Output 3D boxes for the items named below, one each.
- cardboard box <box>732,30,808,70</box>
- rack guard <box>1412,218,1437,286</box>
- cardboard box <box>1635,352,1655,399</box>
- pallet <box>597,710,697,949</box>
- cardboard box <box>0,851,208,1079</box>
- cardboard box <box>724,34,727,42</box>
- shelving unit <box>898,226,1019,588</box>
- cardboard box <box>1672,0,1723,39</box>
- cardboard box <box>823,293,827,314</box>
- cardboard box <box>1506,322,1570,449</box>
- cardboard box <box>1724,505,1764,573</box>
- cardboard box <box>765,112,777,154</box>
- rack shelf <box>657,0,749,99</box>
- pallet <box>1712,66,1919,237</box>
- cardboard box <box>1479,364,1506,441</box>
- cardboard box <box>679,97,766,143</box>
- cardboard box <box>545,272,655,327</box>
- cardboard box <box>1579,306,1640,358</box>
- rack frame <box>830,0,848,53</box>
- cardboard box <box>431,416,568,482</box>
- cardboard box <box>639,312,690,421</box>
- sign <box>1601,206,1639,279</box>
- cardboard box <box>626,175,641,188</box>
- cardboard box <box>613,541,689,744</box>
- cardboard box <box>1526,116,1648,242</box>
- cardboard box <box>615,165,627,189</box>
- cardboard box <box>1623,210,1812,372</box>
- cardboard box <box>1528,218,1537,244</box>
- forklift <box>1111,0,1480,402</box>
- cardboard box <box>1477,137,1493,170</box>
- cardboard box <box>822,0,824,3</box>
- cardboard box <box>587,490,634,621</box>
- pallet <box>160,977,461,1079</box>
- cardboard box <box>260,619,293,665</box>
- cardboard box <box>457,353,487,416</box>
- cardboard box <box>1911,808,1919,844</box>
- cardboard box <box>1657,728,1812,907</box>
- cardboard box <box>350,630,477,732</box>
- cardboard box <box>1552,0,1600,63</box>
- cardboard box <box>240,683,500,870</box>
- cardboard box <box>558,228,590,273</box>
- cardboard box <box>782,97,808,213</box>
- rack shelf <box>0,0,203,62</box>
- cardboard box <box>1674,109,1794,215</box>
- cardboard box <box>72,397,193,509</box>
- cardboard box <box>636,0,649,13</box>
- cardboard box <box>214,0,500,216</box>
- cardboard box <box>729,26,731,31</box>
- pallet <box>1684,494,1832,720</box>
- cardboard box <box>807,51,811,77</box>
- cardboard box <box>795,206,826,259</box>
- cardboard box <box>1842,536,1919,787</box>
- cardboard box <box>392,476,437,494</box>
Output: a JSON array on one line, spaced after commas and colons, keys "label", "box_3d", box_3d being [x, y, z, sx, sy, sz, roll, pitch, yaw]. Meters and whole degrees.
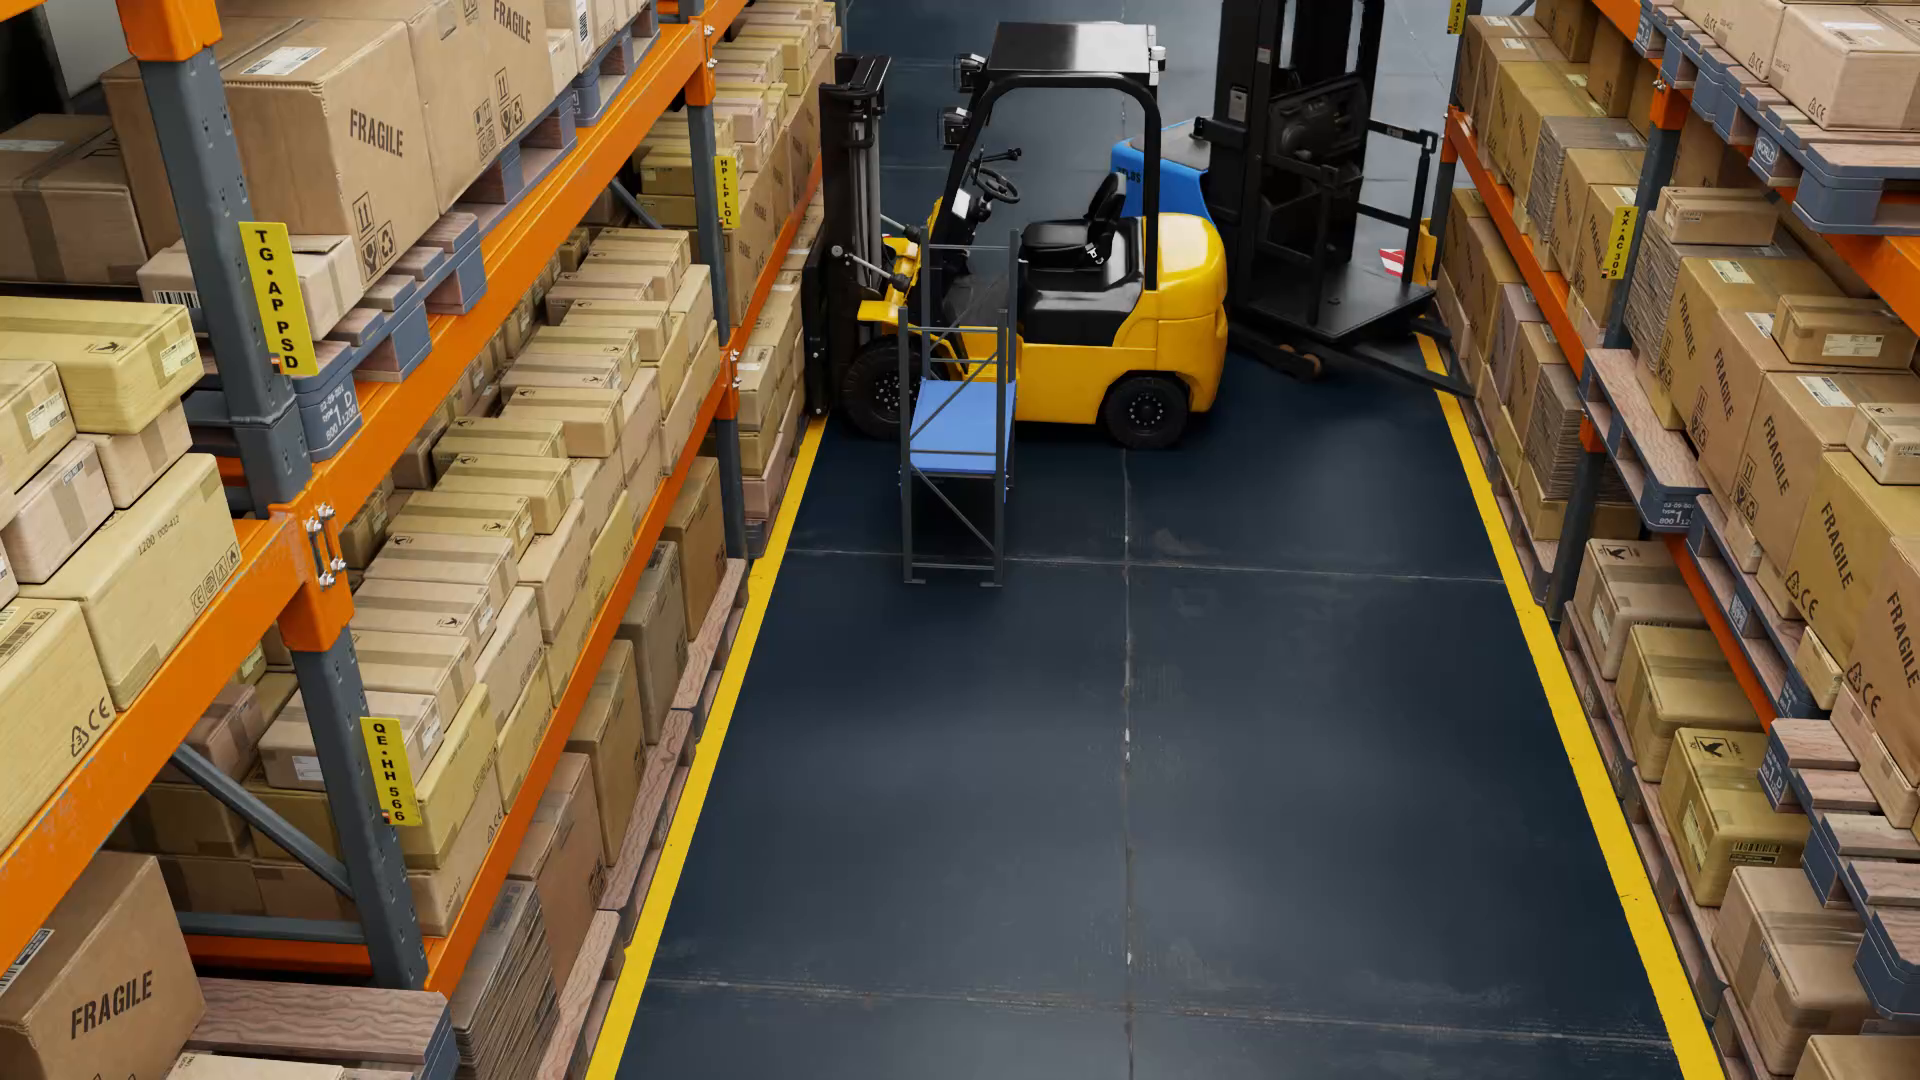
[{"label": "cardboard box", "box_3d": [-1.071, -2.765, 9.380, 0.380, 0.149, 0.250, 3, 32, 5]}, {"label": "rack guard", "box_3d": [3.693, -1.874, 11.314, 1.175, 0.500, 0.348, 2, 32, 4]}, {"label": "cardboard box", "box_3d": [3.014, -0.682, 6.837, 0.380, 0.149, 0.250, 3, 32, 5]}, {"label": "pallet", "box_3d": [-1.692, 1.118, 6.735, 1.003, 0.211, 1.213, 2, 32, 4]}, {"label": "cardboard box", "box_3d": [-2.097, 1.037, 3.713, 0.500, 0.500, 0.500, 4, 32, 6]}, {"label": "cardboard box", "box_3d": [-1.600, -2.938, 9.945, 0.380, 0.149, 0.250, 1, 32, 2]}, {"label": "shelving unit", "box_3d": [0.007, -0.683, 8.429, 0.538, 1.500, 1.048, 2, 32, 4]}, {"label": "cardboard box", "box_3d": [2.927, -1.989, 6.003, 0.500, 0.250, 0.500, 2, 32, 3]}, {"label": "cardboard box", "box_3d": [-1.049, -1.608, 10.244, 0.500, 0.250, 0.500, 2, 32, 3]}, {"label": "cardboard box", "box_3d": [3.194, -0.800, 8.695, 0.500, 0.500, 0.500, 3, 32, 5]}, {"label": "cardboard box", "box_3d": [2.880, -0.002, 5.733, 0.380, 0.149, 0.250, 4, 32, 6]}, {"label": "cardboard box", "box_3d": [-1.156, -2.106, 8.595, 0.380, 0.149, 0.250, 2, 32, 3]}, {"label": "rack shelf", "box_3d": [-1.411, -3.112, 8.768, 1.077, 0.370, 4.000, 2, 32, 4]}, {"label": "pallet", "box_3d": [3.136, -1.222, 5.194, 1.213, 0.211, 1.003, 2, 32, 4]}, {"label": "cardboard box", "box_3d": [3.233, -0.759, 9.344, 0.500, 0.250, 0.500, 3, 32, 5]}, {"label": "cardboard box", "box_3d": [-1.186, -2.100, 8.301, 0.380, 0.149, 0.250, 3, 32, 5]}, {"label": "cardboard box", "box_3d": [-1.456, -0.965, 6.743, 0.380, 0.149, 0.250, 2, 32, 4]}, {"label": "cardboard box", "box_3d": [3.096, -0.960, 7.688, 0.380, 0.149, 0.250, 2, 32, 3]}, {"label": "rack frame", "box_3d": [-1.248, -3.188, 11.063, 1.000, 3.000, 0.127, 2, 32, 4]}, {"label": "cardboard box", "box_3d": [-1.560, -0.293, 5.652, 0.380, 0.149, 0.250, 2, 32, 4]}, {"label": "cardboard box", "box_3d": [-1.394, -0.708, 6.706, 0.500, 0.250, 0.500, 2, 32, 3]}, {"label": "sign", "box_3d": [2.832, -1.274, 7.132, 0.100, 0.325, 0.005, 2, 32, 4]}, {"label": "cardboard box", "box_3d": [-1.762, -1.645, 8.466, 0.500, 0.500, 0.500, 3, 32, 5]}, {"label": "cardboard box", "box_3d": [-1.676, 0.415, 7.081, 0.875, 0.625, 0.625, 2, 32, 3]}, {"label": "cardboard box", "box_3d": [3.235, -1.839, 8.496, 0.500, 0.500, 0.500, 3, 32, 5]}, {"label": "cardboard box", "box_3d": [-1.818, -1.726, 7.978, 0.380, 0.149, 0.250, 2, 32, 3]}, {"label": "cardboard box", "box_3d": [3.050, -1.001, 6.736, 0.500, 0.500, 0.500, 3, 32, 5]}, {"label": "cardboard box", "box_3d": [3.226, -1.624, 8.765, 0.380, 0.149, 0.250, 2, 32, 3]}, {"label": "forklift", "box_3d": [2.345, -2.537, 10.073, 1.130, 2.935, 3.031, -25, 40, -35]}, {"label": "cardboard box", "box_3d": [3.290, -2.303, 9.868, 0.380, 0.149, 0.250, 3, 32, 5]}, {"label": "cardboard box", "box_3d": [-1.067, -3.437, 10.470, 0.380, 0.149, 0.250, 3, 32, 4]}, {"label": "cardboard box", "box_3d": [-1.495, 0.034, 5.978, 0.500, 0.250, 0.500, 3, 32, 6]}, {"label": "pallet", "box_3d": [-1.885, 1.435, 3.746, 1.213, 0.211, 1.003, 2, 32, 4]}, {"label": "cardboard box", "box_3d": [-2.083, 0.224, 4.814, 0.380, 0.149, 0.250, 2, 32, 4]}, {"label": "cardboard box", "box_3d": [-1.973, -0.576, 6.111, 0.380, 0.149, 0.250, 2, 32, 4]}, {"label": "cardboard box", "box_3d": [2.790, 0.809, 4.417, 0.380, 0.149, 0.250, 3, 32, 5]}, {"label": "cardboard box", "box_3d": [3.223, 1.068, 6.262, 0.950, 0.372, 0.625, 3, 32, 6]}, {"label": "cardboard box", "box_3d": [-1.559, 0.383, 4.555, 0.380, 0.149, 0.250, 3, 32, 5]}, {"label": "cardboard box", "box_3d": [3.827, -3.032, 9.478, 0.700, 0.500, 0.500, 3, 32, 4]}, {"label": "cardboard box", "box_3d": [-1.595, 0.626, 4.541, 0.500, 0.250, 0.500, 2, 32, 4]}, {"label": "cardboard box", "box_3d": [-1.816, -1.240, 7.190, 0.380, 0.149, 0.250, 2, 32, 3]}, {"label": "cardboard box", "box_3d": [-1.149, -2.159, 9.300, 0.500, 0.500, 0.500, 3, 32, 4]}, {"label": "rack shelf", "box_3d": [-2.062, -0.036, 1.298, 1.077, 0.370, 4.000, 2, 32, 4]}, {"label": "cardboard box", "box_3d": [3.626, -1.702, 7.320, 0.700, 0.500, 0.500, 2, 32, 3]}, {"label": "cardboard box", "box_3d": [-1.688, -0.192, 3.106, 0.380, 0.149, 0.250, 3, 32, 5]}, {"label": "cardboard box", "box_3d": [-1.390, -2.167, 6.138, 0.500, 0.311, 0.500, 1, 32, 2]}, {"label": "cardboard box", "box_3d": [-1.656, -1.182, 4.358, 0.700, 0.500, 0.500, 2, 32, 3]}, {"label": "cardboard box", "box_3d": [-1.551, -3.192, 10.074, 0.380, 0.149, 0.250, 3, 32, 5]}, {"label": "pallet", "box_3d": [3.168, 0.251, 5.667, 1.003, 0.211, 1.213, 2, 32, 4]}, {"label": "cardboard box", "box_3d": [-1.077, -2.774, 9.679, 0.380, 0.149, 0.250, 1, 32, 2]}, {"label": "cardboard box", "box_3d": [-1.042, -1.836, 10.137, 0.500, 0.250, 0.500, 3, 32, 5]}, {"label": "cardboard box", "box_3d": [2.839, 0.337, 4.564, 0.500, 0.500, 0.500, 2, 32, 3]}, {"label": "cardboard box", "box_3d": [-2.008, -0.192, 5.869, 0.500, 0.250, 0.500, 2, 32, 3]}]
